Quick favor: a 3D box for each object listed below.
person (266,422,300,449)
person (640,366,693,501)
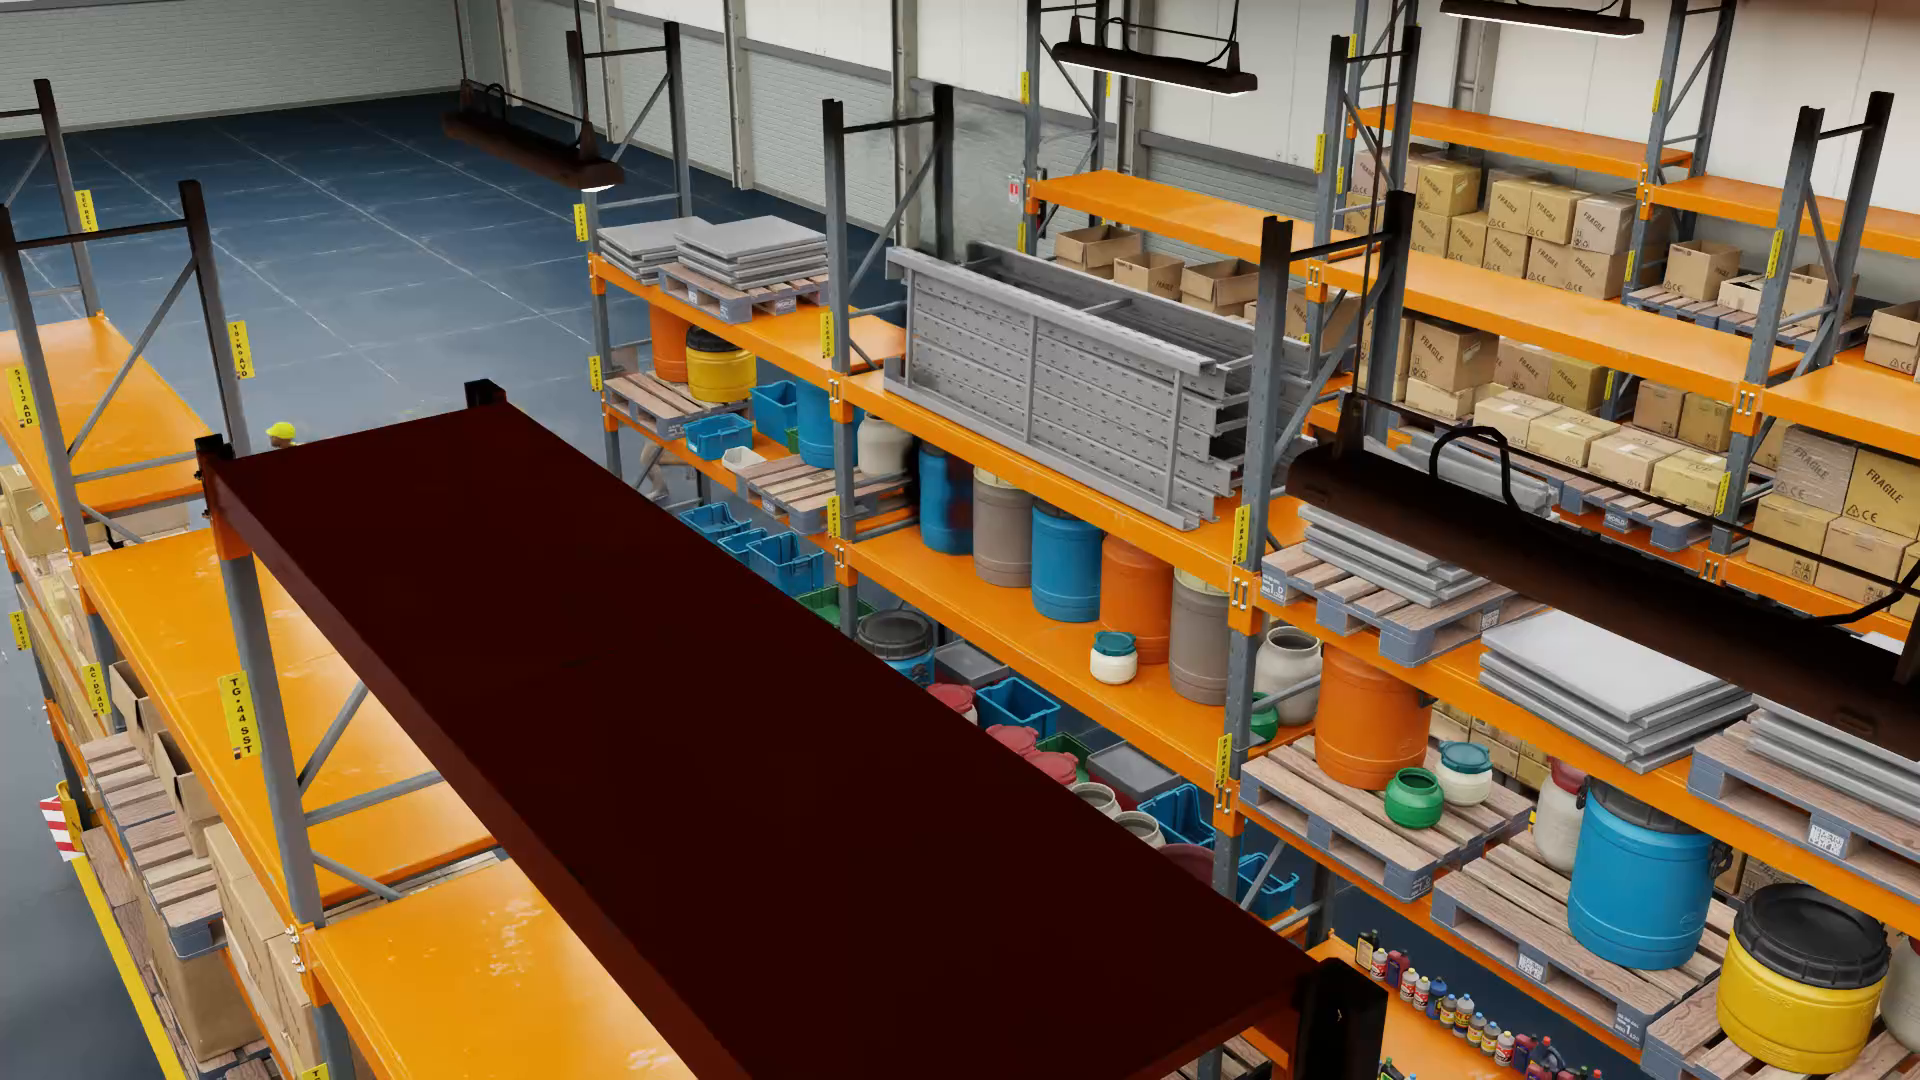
[{"bbox_3d":[-7.232,-0.445,17.884,0.582,1.724,0.692,-4,25,-9],"label":"person"},{"bbox_3d":[-3.502,-1.276,19.789,0.659,1.679,0.683,-2,25,-5],"label":"person"}]
